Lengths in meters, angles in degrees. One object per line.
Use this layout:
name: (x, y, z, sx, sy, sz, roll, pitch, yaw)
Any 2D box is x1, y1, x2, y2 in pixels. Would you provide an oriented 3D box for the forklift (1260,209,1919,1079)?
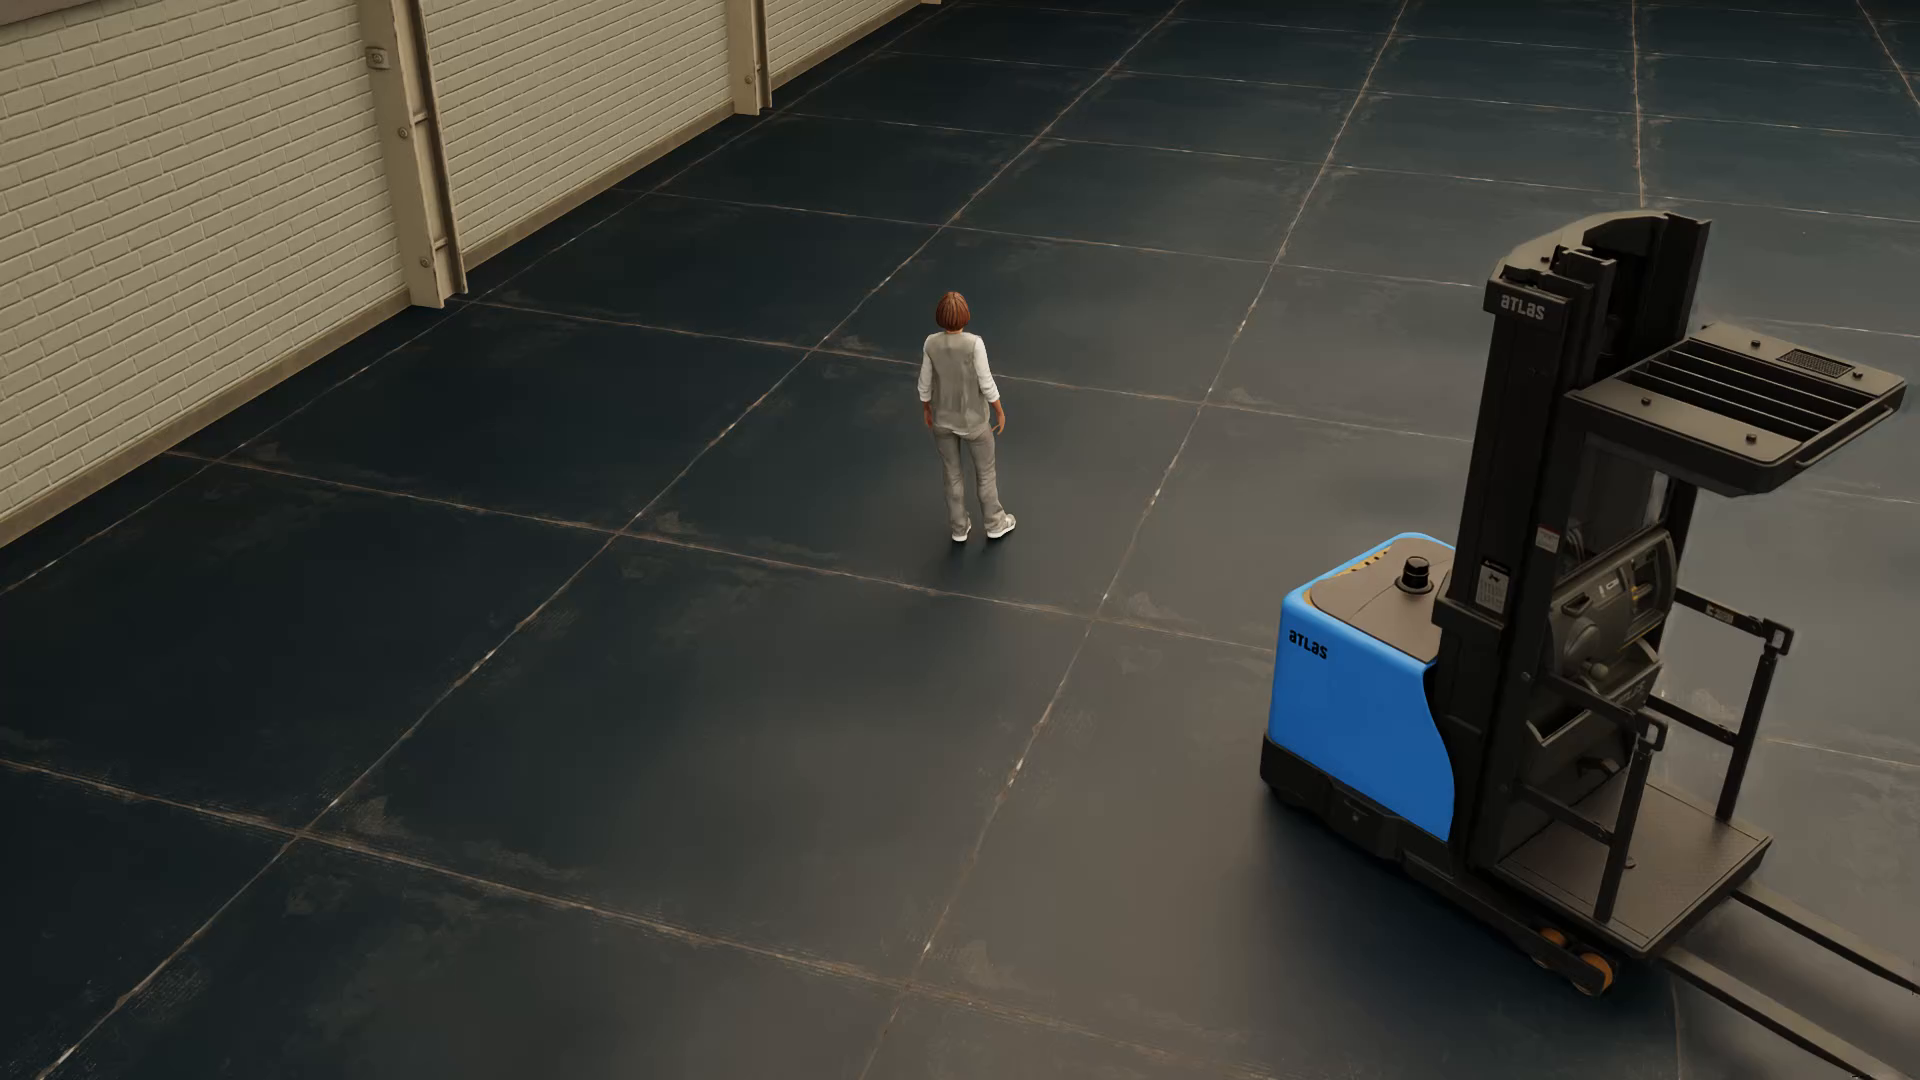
forklift: (2.781, 0.307, 6.598, 1.130, 2.935, 3.031, -23, 37, -35)

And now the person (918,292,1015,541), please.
person: (0.038, -0.733, 9.754, 0.520, 1.597, 0.474, 10, 31, 16)
